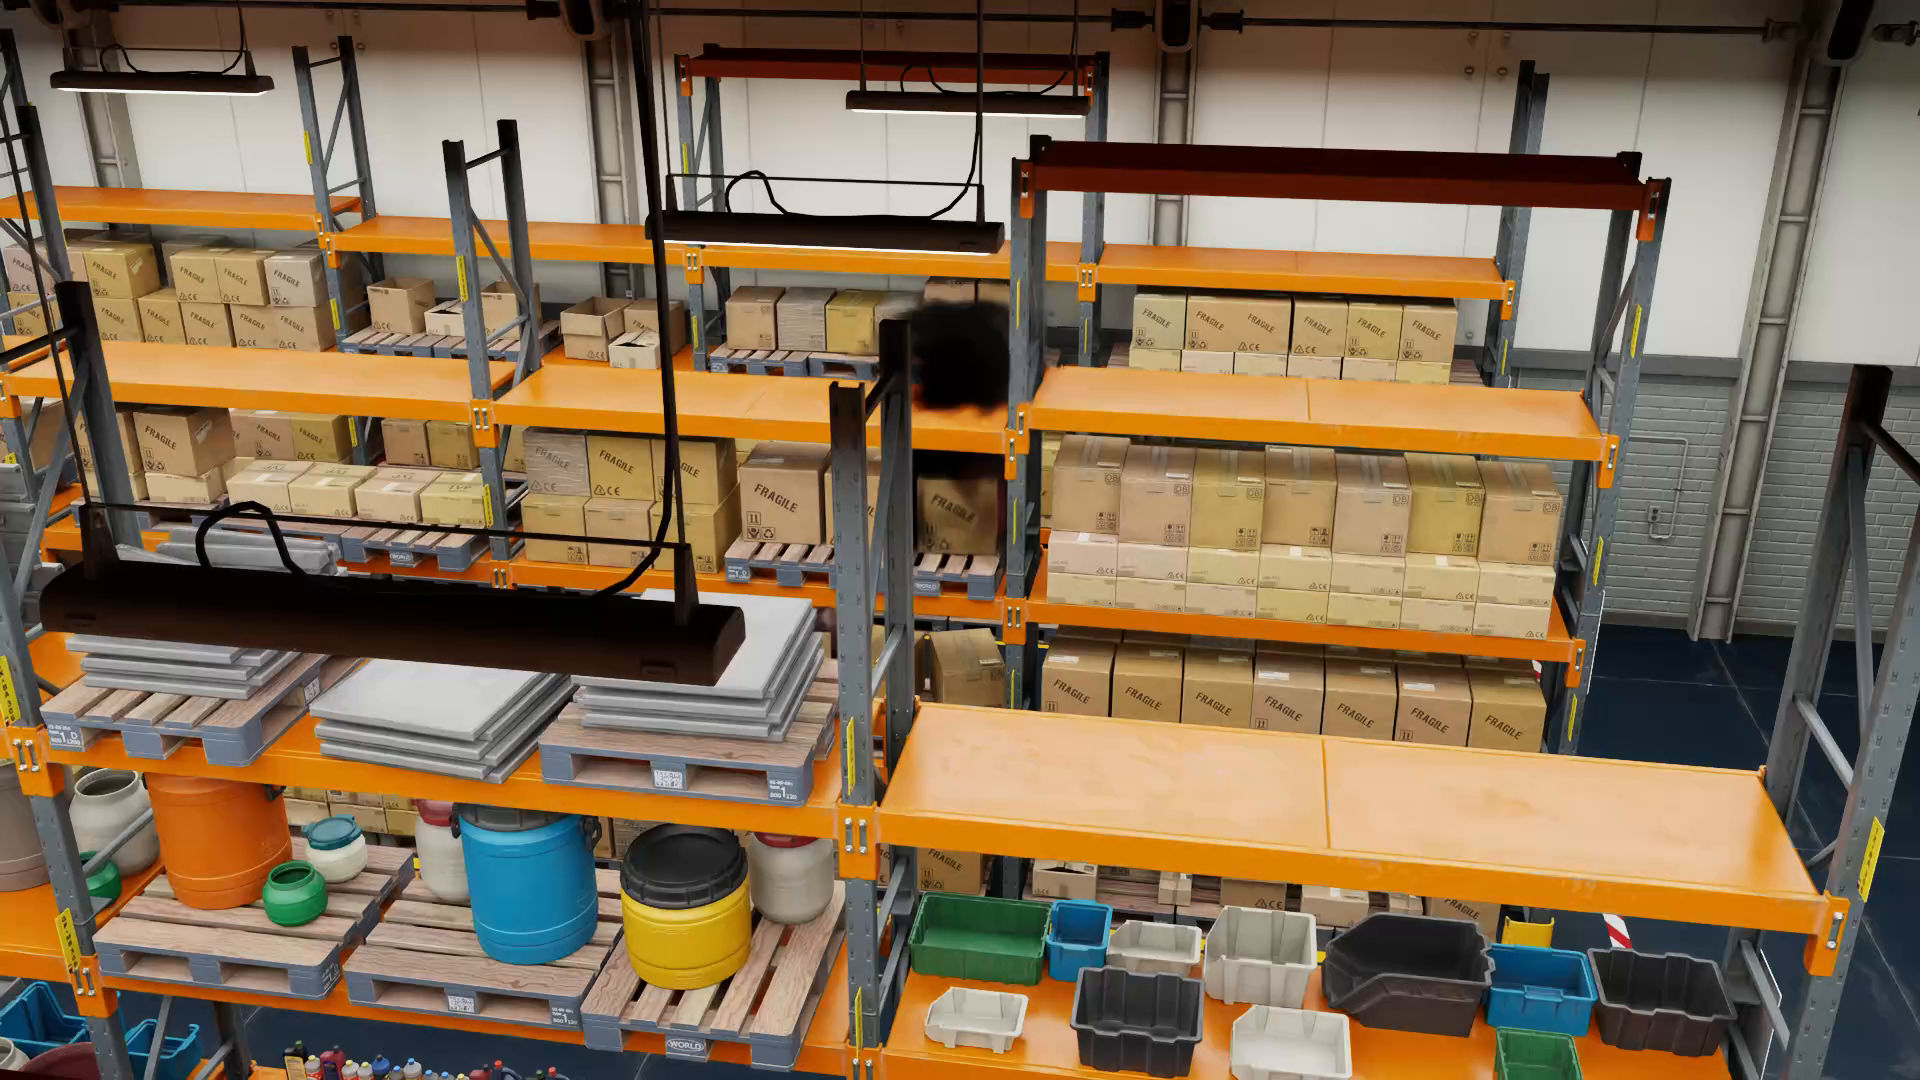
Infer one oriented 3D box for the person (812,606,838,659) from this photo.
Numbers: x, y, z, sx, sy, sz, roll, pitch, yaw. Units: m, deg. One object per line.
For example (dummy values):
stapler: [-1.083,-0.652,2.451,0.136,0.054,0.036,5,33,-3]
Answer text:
person: [-1.097,1.176,15.412,0.708,1.714,0.717,-1,23,-2]
